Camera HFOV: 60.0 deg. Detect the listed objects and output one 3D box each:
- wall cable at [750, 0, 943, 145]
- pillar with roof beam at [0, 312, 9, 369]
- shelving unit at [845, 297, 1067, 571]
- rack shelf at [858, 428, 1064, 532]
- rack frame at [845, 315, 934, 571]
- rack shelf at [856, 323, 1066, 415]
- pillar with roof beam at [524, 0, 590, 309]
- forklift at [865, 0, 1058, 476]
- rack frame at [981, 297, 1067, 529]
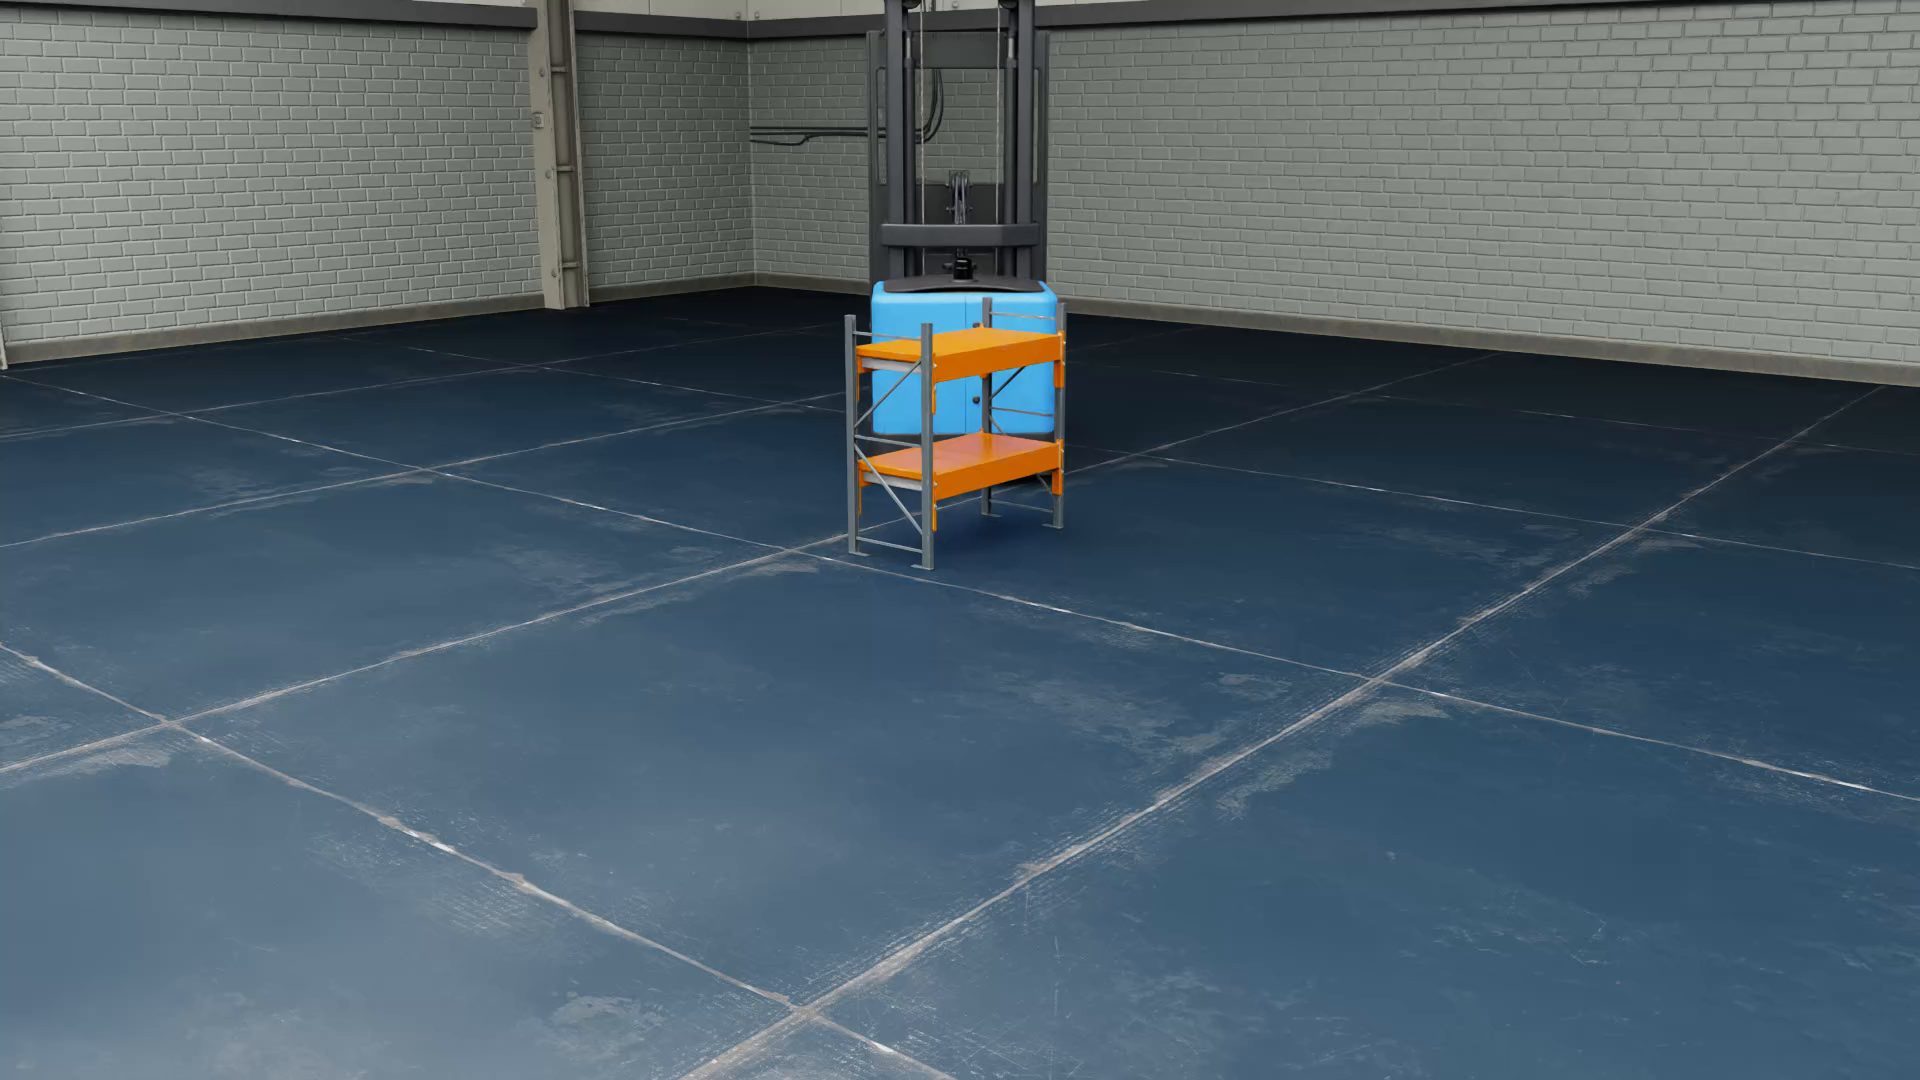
[{"bbox_3d":[-1.408,-5.758,18.818,3.097,2.526,0.112,11,18,38],"label":"wall cable"},{"bbox_3d":[-4.711,-5.088,9.874,9.100,9.000,0.400,11,18,38],"label":"pillar with roof beam"},{"bbox_3d":[-0.004,-0.544,7.979,0.538,1.125,1.048,11,18,38],"label":"shelving unit"},{"bbox_3d":[-0.004,-0.307,8.040,0.538,0.278,1.000,11,18,38],"label":"rack shelf"},{"bbox_3d":[-0.324,-0.447,7.596,0.500,1.125,0.032,11,18,38],"label":"rack frame"},{"bbox_3d":[-0.004,-0.828,7.907,0.538,0.278,1.000,11,18,38],"label":"rack shelf"},{"bbox_3d":[-0.940,-6.237,14.398,9.100,9.000,0.400,11,18,38],"label":"pillar with roof beam"},{"bbox_3d":[-0.022,-2.076,10.344,1.130,2.935,3.031,-1,14,-2],"label":"forklift"},{"bbox_3d":[0.315,-0.641,8.363,0.500,1.125,0.032,11,18,38],"label":"rack frame"}]
